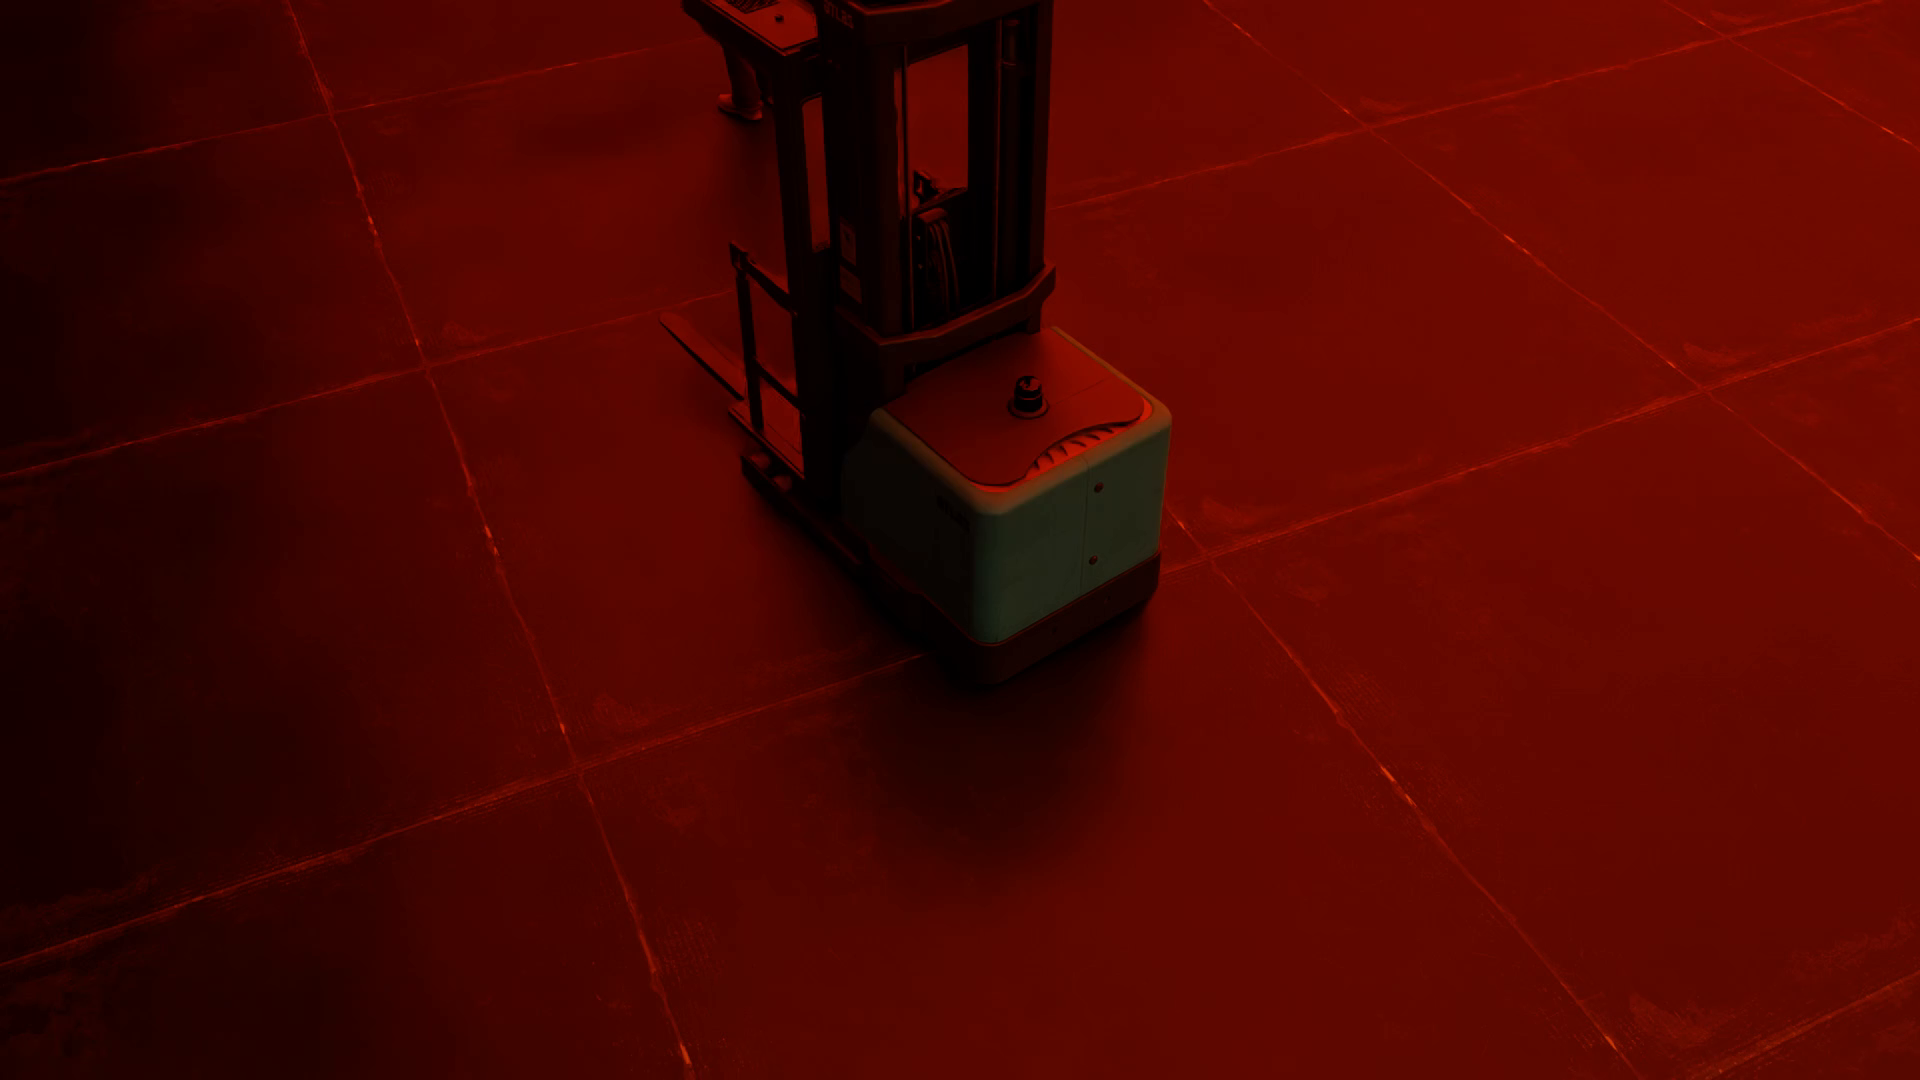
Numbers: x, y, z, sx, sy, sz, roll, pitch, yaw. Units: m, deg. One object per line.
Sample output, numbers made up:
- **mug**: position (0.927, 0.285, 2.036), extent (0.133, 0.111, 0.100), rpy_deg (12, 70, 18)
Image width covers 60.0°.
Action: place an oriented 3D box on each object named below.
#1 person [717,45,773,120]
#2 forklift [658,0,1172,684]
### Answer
- **person**: position (-1.404, -3.448, 10.212), extent (0.693, 1.779, 0.576), rpy_deg (-30, 51, -28)
- **forklift**: position (-0.405, -1.412, 7.193), extent (1.130, 2.935, 3.031), rpy_deg (-28, 50, -26)
